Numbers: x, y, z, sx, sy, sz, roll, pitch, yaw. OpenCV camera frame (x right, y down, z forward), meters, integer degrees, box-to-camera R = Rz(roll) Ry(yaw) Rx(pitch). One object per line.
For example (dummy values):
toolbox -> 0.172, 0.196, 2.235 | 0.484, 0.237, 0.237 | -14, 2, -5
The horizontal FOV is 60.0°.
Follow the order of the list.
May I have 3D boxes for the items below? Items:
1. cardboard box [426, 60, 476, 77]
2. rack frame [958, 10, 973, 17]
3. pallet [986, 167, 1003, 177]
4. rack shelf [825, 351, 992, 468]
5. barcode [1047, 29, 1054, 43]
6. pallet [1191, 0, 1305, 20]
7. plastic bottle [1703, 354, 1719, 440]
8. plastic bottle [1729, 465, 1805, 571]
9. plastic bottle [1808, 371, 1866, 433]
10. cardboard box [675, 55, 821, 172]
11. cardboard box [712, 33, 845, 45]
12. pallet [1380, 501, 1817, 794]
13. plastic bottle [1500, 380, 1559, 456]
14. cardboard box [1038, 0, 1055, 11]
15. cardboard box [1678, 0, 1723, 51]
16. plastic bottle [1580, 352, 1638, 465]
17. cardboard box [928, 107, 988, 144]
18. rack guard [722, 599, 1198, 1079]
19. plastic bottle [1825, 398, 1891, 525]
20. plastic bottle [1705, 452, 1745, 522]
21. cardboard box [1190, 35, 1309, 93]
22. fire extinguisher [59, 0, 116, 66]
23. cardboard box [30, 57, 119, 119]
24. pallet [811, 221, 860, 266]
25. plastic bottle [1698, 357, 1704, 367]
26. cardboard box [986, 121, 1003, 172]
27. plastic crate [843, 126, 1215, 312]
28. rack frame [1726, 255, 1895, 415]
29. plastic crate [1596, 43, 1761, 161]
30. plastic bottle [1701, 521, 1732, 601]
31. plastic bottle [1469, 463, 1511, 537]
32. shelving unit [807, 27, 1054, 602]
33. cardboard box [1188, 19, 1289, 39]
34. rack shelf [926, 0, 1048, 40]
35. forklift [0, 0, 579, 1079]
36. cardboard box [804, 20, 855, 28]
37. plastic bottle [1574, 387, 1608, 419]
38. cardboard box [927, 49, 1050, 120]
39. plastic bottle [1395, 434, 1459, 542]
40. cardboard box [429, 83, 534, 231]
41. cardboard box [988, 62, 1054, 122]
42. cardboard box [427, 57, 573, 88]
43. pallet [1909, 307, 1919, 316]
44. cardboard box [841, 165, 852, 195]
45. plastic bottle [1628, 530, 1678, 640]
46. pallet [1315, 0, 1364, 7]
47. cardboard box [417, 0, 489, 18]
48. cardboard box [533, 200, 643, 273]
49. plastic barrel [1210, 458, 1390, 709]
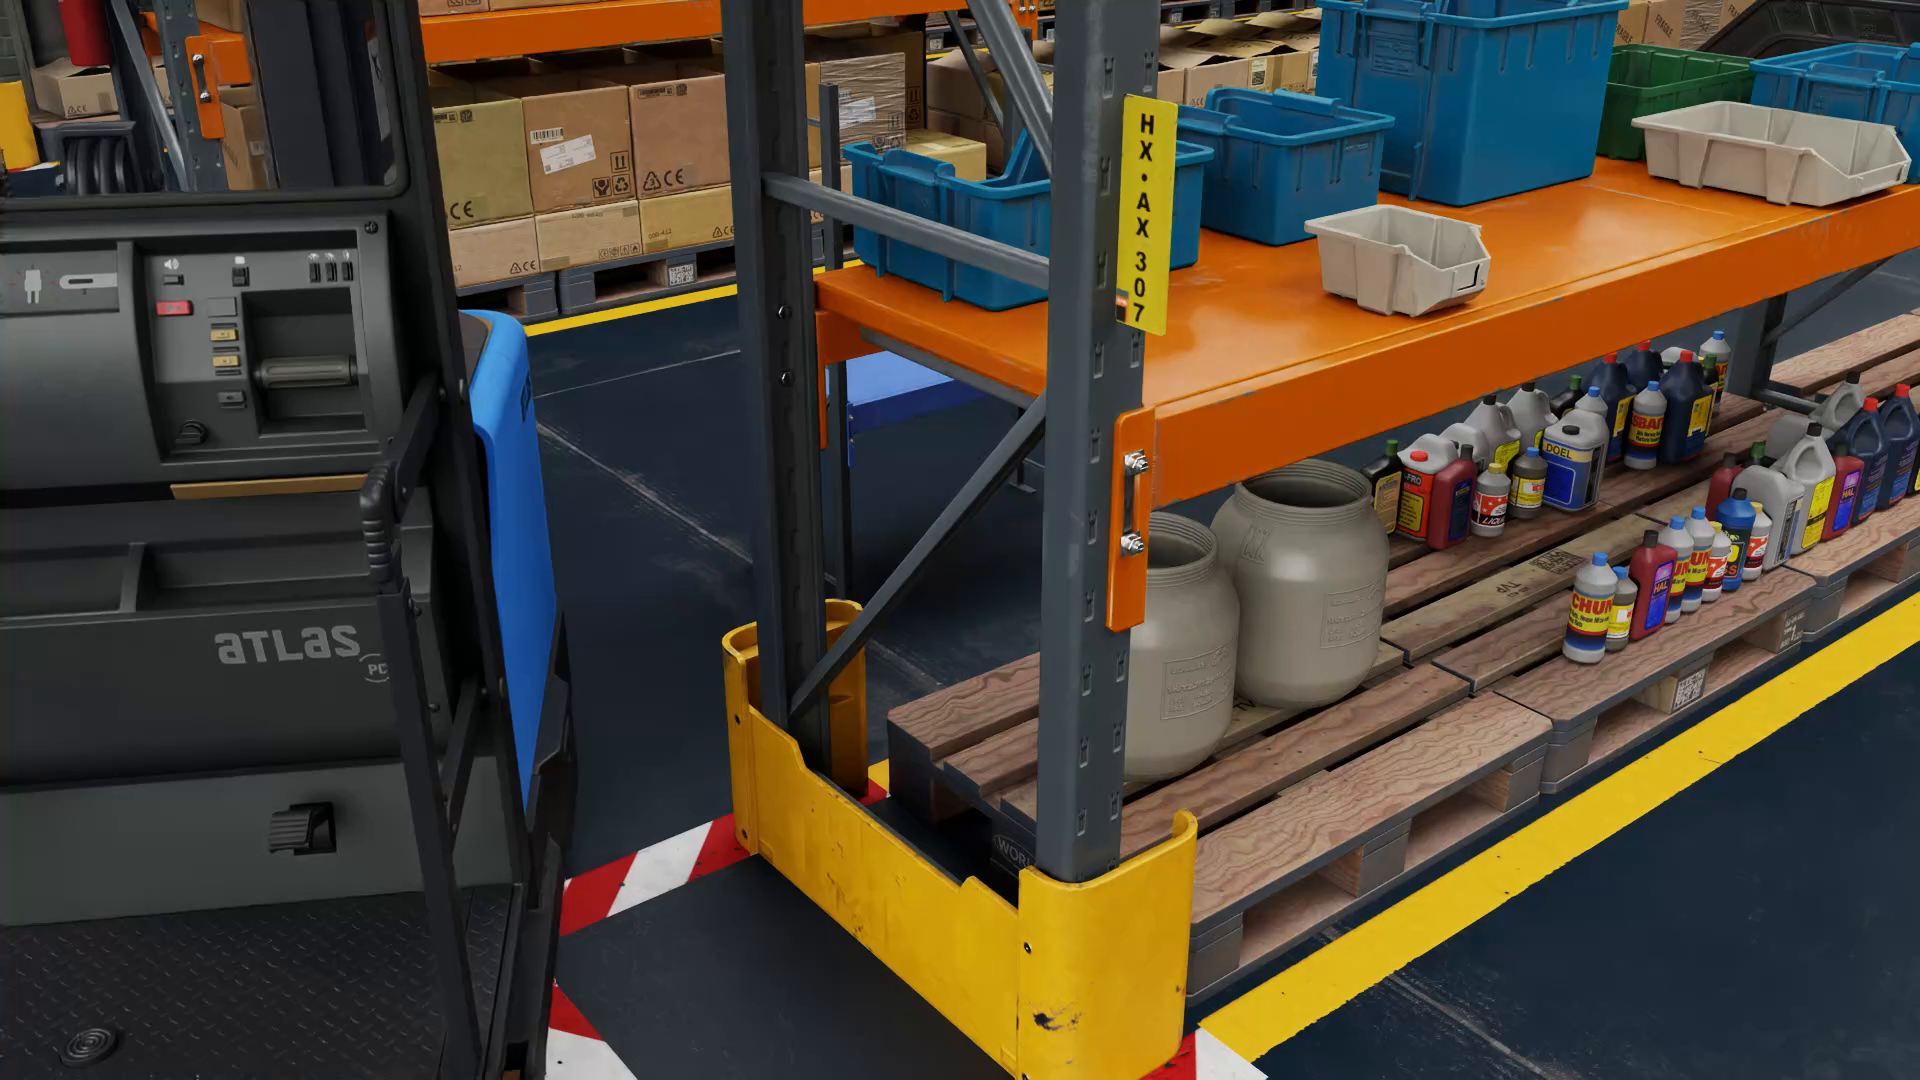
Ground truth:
cardboard box -> -3.833, -3.615, 11.924 | 0.500, 0.500, 0.500 | -21, 32, -38
rack frame -> 0.106, -5.872, 14.338 | 0.127, 3.000, 1.000 | -18, 31, -34
pallet -> 0.574, -2.132, 9.593 | 1.213, 0.211, 1.003 | -18, 31, -34
rack shelf -> -0.067, -0.495, 4.962 | 1.000, 0.185, 0.538 | -18, 31, -34
barcode -> 0.476, -2.622, 8.643 | 0.075, 0.075, 0.001 | -18, 31, -34
pallet -> 2.693, -5.420, 16.679 | 1.213, 0.211, 1.003 | -18, 31, -34
plastic bottle -> 2.379, -0.452, 5.366 | 0.133, 0.283, 0.061 | -18, 31, -34
plastic bottle -> 2.207, -0.077, 4.566 | 0.135, 0.276, 0.152 | -18, 30, -33
plastic bottle -> 2.654, -0.334, 5.030 | 0.185, 0.351, 0.144 | -18, 31, -34
cardboard box -> -1.004, -2.026, 7.929 | 0.500, 0.500, 0.500 | -18, 31, -34
cardboard box -> -0.928, -2.327, 8.577 | 0.500, 0.500, 0.500 | -18, 31, -34
pallet -> 1.557, 0.194, 4.582 | 1.213, 0.211, 1.003 | -18, 31, -34
plastic bottle -> 1.698, -0.317, 4.994 | 0.185, 0.351, 0.144 | -19, 31, -34
cardboard box -> 0.766, -5.235, 15.021 | 0.750, 0.750, 0.750 | -19, 31, -35
cardboard box -> 5.313, -3.858, 12.445 | 0.500, 0.500, 0.500 | -18, 30, -33
plastic bottle -> 2.032, -0.427, 5.232 | 0.185, 0.351, 0.144 | -20, 31, -36
cardboard box -> 0.166, -2.340, 9.495 | 0.500, 0.250, 0.500 | -19, 31, -35
rack guard -> -0.045, 0.587, 3.392 | 0.348, 0.500, 1.175 | -18, 31, -34
plastic bottle -> 2.592, -0.236, 4.819 | 0.185, 0.351, 0.144 | -20, 32, -37
plastic bottle -> 2.141, -0.116, 4.640 | 0.133, 0.283, 0.061 | -18, 31, -34
cardboard box -> 1.706, -2.815, 9.853 | 0.500, 0.311, 0.500 | -17, 30, -33
fire extinguisher -> -3.509, -2.242, 6.609 | 0.183, 0.674, 0.296 | -18, 31, -34
cardboard box -> -5.589, -2.923, 10.657 | 0.500, 0.311, 0.500 | -23, 33, -40
pallet -> -0.633, -1.735, 8.738 | 1.213, 0.211, 1.003 | -18, 31, -34
plastic bottle -> 2.471, -0.517, 5.602 | 0.097, 0.201, 0.097 | 0, 25, 0
cardboard box -> 0.489, -2.159, 9.105 | 0.500, 0.250, 0.500 | -19, 31, -35
plastic crate -> 0.133, -0.673, 3.314 | 0.616, 0.251, 0.499 | -18, 31, -34
rack frame -> 3.072, -1.551, 5.028 | 0.127, 3.000, 1.000 | -18, 31, -34
plastic crate -> 1.829, -1.195, 4.514 | 0.662, 0.188, 0.450 | -18, 31, -34
plastic bottle -> 1.970, 0.050, 4.381 | 0.097, 0.201, 0.097 | 0, 25, 0
plastic bottle -> 1.515, -0.120, 4.747 | 0.097, 0.201, 0.097 | 0, 25, 0
shelving unit -> -0.067, -0.658, 4.887 | 1.048, 1.500, 0.538 | -18, 31, -34
cardboard box -> 1.762, -3.120, 10.510 | 0.500, 0.311, 0.500 | -19, 31, -35
rack shelf -> 1.592, -3.386, 9.837 | 4.000, 0.370, 1.077 | -18, 31, -34
forklift -> -1.302, -0.257, 2.323 | 1.130, 2.935, 3.031 | -4, 25, -8
cardboard box -> -1.279, -4.499, 13.828 | 0.500, 0.500, 0.700 | -18, 31, -34
plastic bottle -> 1.939, -0.341, 5.140 | 0.097, 0.271, 0.097 | 0, 25, 0
cardboard box -> 0.160, -2.590, 9.370 | 0.500, 0.311, 0.500 | -18, 31, -34
plastic bottle -> 1.314, -0.154, 4.732 | 0.135, 0.276, 0.152 | -18, 30, -34
cardboard box -> -2.178, -1.633, 7.082 | 0.500, 0.500, 0.500 | -18, 31, -34
cardboard box -> 0.497, -2.415, 8.992 | 0.500, 0.311, 0.500 | -18, 30, -34
cardboard box -> -2.113, -1.939, 7.742 | 0.500, 0.500, 0.500 | -18, 31, -34
pallet -> 4.627, -0.821, 6.769 | 1.213, 0.211, 1.003 | -18, 31, -34
cardboard box -> -0.611, -1.816, 8.368 | 0.500, 0.250, 0.500 | -18, 31, -34
plastic bottle -> 1.733, 0.100, 4.174 | 0.133, 0.283, 0.061 | -18, 30, -33
pallet -> 3.901, -5.817, 17.534 | 1.213, 0.211, 1.003 | -18, 31, -34
cardboard box -> -2.344, -2.454, 6.855 | 0.500, 0.500, 0.700 | -17, 30, -33
cardboard box -> -1.785, -1.423, 7.521 | 0.500, 0.250, 0.500 | -18, 31, -34
plastic barrel -> 0.789, 0.100, 3.928 | 0.421, 0.512, 0.421 | 0, 25, 0
